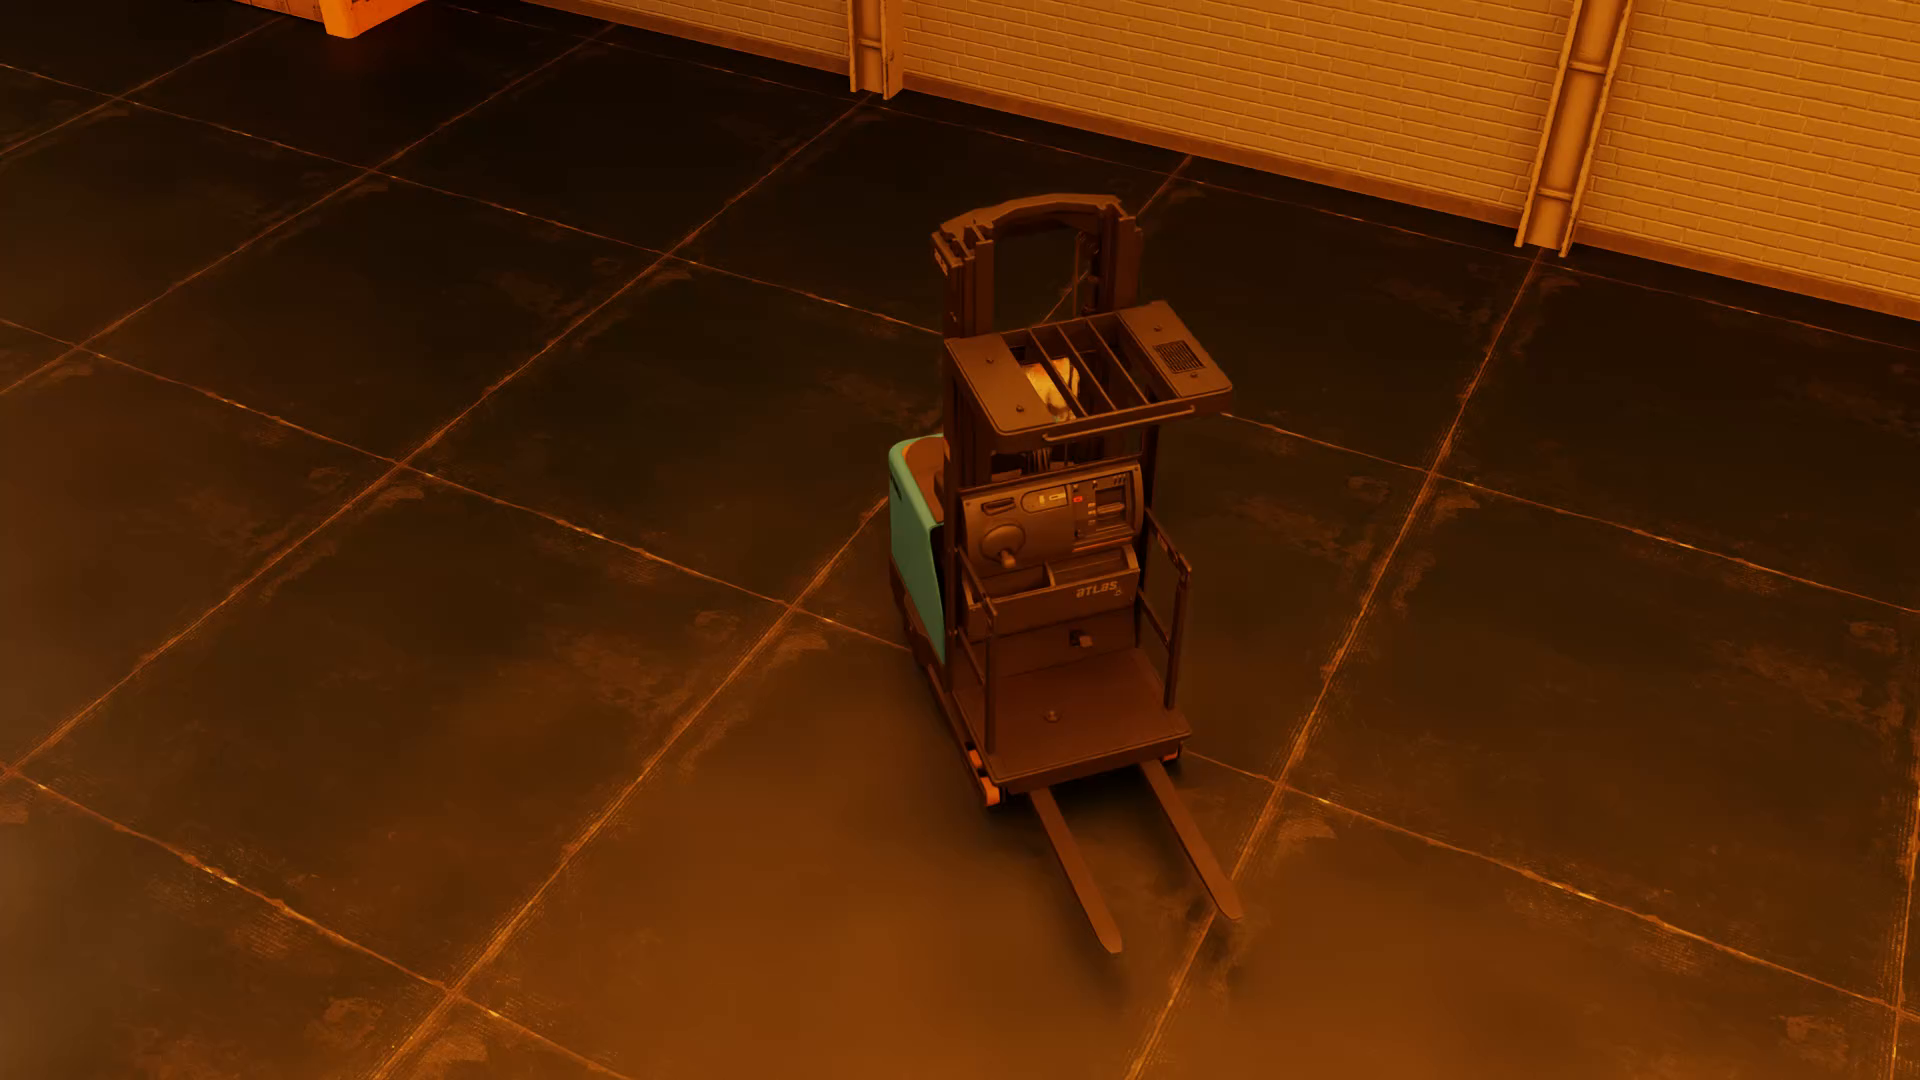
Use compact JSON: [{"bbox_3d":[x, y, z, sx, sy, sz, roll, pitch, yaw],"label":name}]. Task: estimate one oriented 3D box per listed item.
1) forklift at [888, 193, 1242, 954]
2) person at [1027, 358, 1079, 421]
[{"bbox_3d":[0.533,-0.038,8.031,1.130,2.935,3.031,-12,42,-14],"label":"forklift"},{"bbox_3d":[0.632,-0.538,9.719,0.719,1.518,0.697,-31,49,-31],"label":"person"}]
